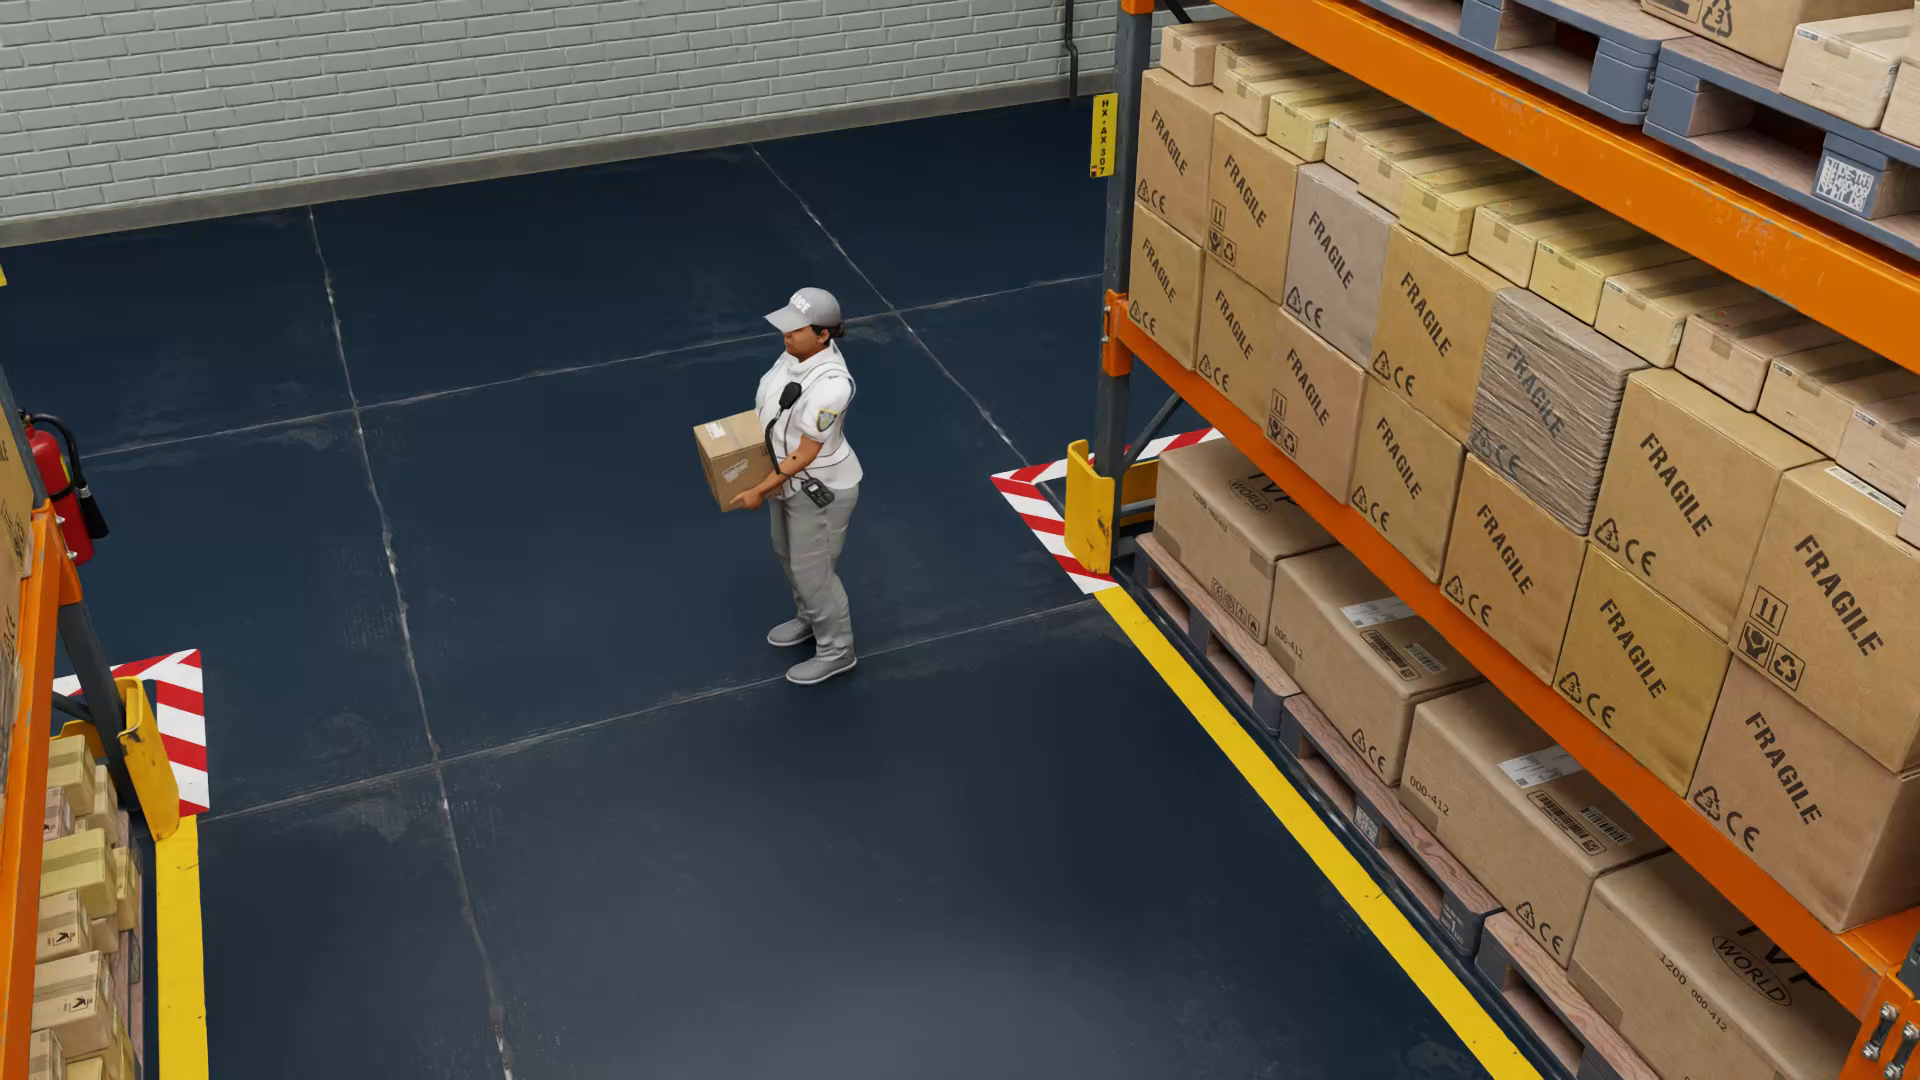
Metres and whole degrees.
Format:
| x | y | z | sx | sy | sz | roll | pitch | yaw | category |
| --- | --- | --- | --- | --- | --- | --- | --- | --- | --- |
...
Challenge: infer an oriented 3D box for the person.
| x | y | z | sx | sy | sz | roll | pitch | yaw | category |
| --- | --- | --- | --- | --- | --- | --- | --- | --- | --- |
| -0.658 | -0.200 | 6.450 | 0.541 | 1.656 | 0.453 | -12 | 36 | -18 | person |
